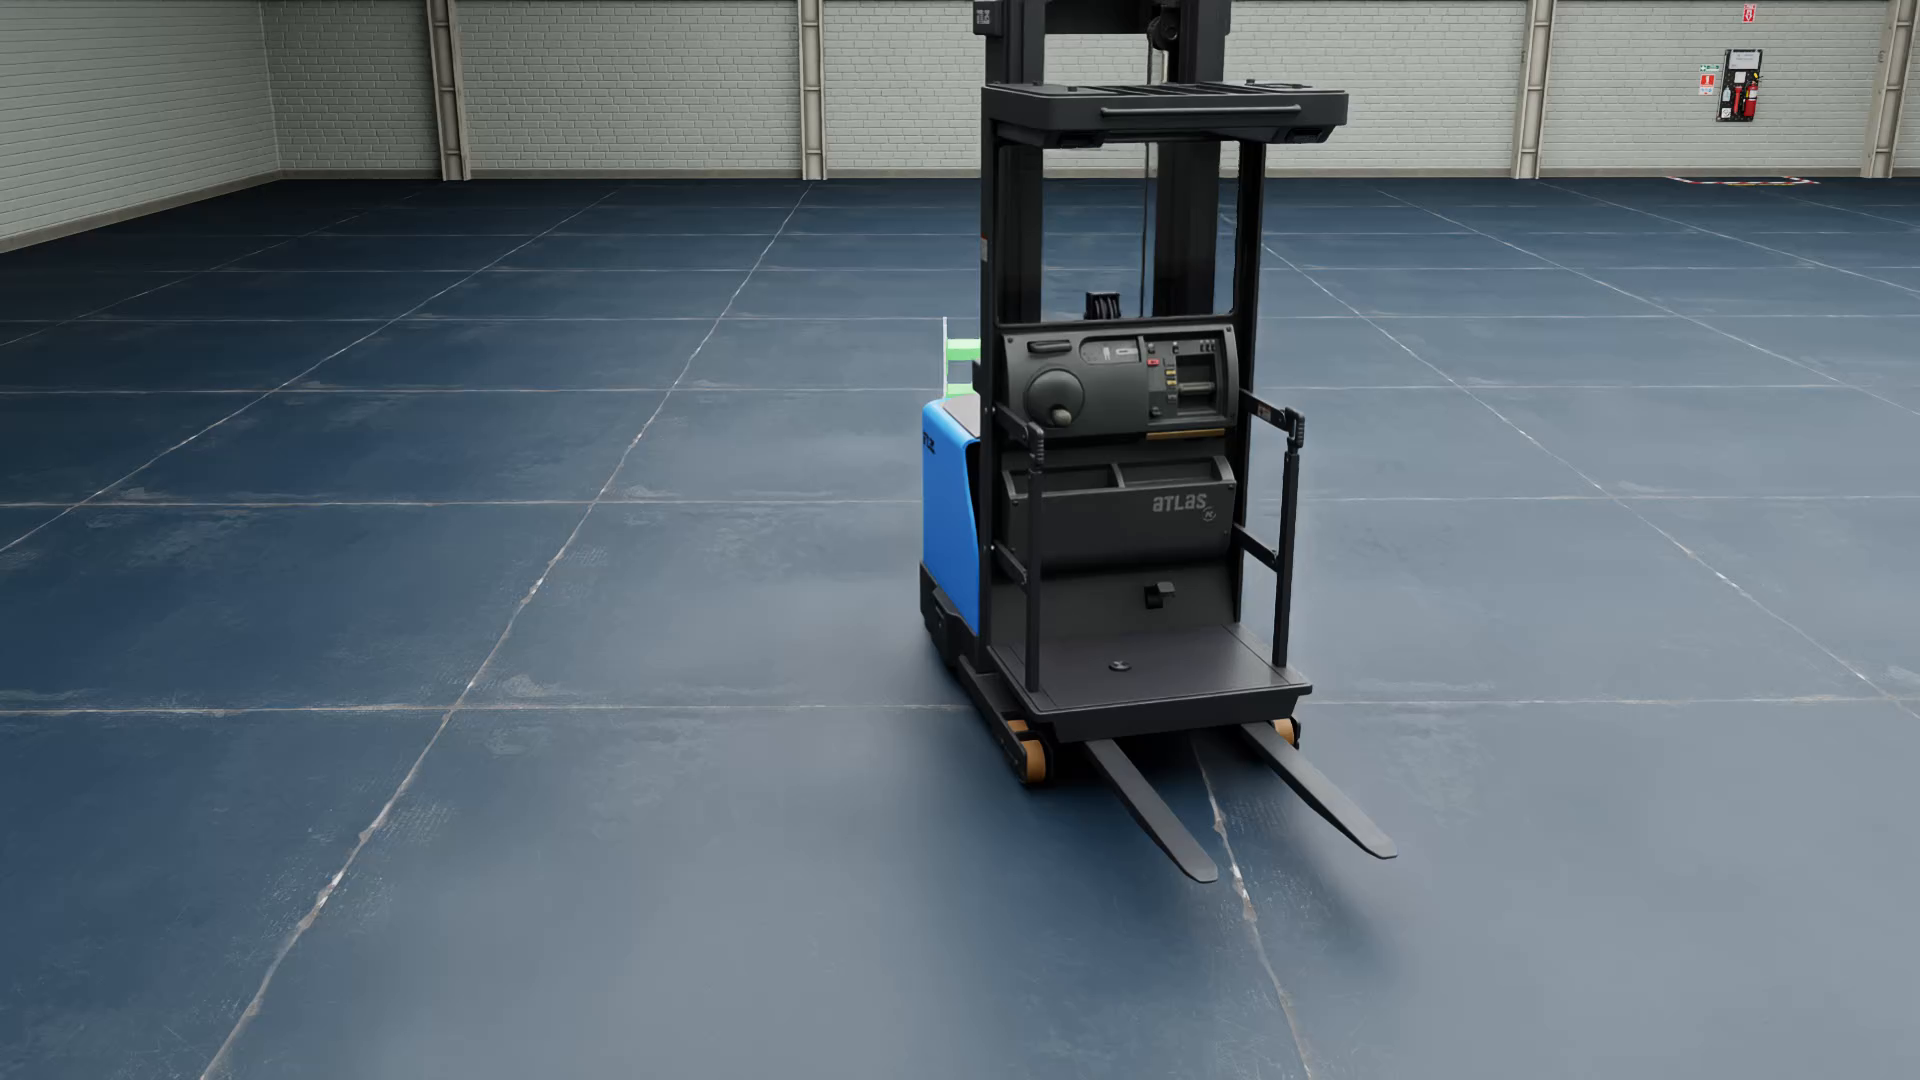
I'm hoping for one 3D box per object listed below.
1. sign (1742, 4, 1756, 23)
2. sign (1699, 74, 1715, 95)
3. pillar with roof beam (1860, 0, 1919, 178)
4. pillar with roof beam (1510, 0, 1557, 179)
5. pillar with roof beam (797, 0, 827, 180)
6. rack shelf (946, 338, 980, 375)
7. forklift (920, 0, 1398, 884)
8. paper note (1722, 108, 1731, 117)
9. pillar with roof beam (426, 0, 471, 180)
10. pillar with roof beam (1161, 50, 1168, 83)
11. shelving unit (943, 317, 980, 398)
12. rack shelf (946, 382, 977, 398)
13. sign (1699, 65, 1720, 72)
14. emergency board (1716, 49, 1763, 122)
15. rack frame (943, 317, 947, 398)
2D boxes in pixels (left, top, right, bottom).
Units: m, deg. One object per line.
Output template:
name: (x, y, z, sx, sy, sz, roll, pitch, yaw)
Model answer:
sign: (13.076, -8.728, 27.550, 0.199, 0.298, 0.001, 0, 18, -1)
sign: (12.531, -7.640, 27.894, 0.234, 0.329, 0.001, 0, 18, -1)
pillar with roof beam: (15.625, -9.136, 22.795, 0.400, 9.000, 9.100, 0, 18, -1)
pillar with roof beam: (9.625, -9.107, 22.705, 0.400, 9.000, 9.100, 0, 18, -1)
pillar with roof beam: (-2.373, -9.049, 22.525, 0.400, 9.000, 9.100, 0, 18, -1)
rack shelf: (0.166, -0.968, 8.740, 0.480, 0.148, 0.258, 0, 18, -1)
forklift: (0.677, -0.614, 6.163, 1.130, 2.935, 3.031, -5, 18, -14)
paper note: (12.907, -7.195, 28.007, 0.142, 0.148, 0.016, 0, 18, -1)
pillar with roof beam: (-8.372, -9.020, 22.435, 0.400, 9.000, 9.100, 0, 18, -1)
pillar with roof beam: (3.626, -9.078, 22.615, 0.400, 9.000, 9.100, 0, 18, -1)
shelving unit: (0.166, -0.572, 8.867, 0.503, 1.200, 0.258, 0, 18, -1)
rack shelf: (0.166, -0.740, 8.813, 0.480, 0.148, 0.258, 0, 18, -1)
sign: (12.535, -7.889, 27.805, 0.331, 0.109, 0.001, 0, 18, -1)
emergency board: (13.085, -7.594, 27.810, 0.643, 1.169, 0.194, 0, 18, -1)
rack frame: (-0.078, -0.571, 8.863, 0.015, 1.200, 0.240, 0, 18, -1)
